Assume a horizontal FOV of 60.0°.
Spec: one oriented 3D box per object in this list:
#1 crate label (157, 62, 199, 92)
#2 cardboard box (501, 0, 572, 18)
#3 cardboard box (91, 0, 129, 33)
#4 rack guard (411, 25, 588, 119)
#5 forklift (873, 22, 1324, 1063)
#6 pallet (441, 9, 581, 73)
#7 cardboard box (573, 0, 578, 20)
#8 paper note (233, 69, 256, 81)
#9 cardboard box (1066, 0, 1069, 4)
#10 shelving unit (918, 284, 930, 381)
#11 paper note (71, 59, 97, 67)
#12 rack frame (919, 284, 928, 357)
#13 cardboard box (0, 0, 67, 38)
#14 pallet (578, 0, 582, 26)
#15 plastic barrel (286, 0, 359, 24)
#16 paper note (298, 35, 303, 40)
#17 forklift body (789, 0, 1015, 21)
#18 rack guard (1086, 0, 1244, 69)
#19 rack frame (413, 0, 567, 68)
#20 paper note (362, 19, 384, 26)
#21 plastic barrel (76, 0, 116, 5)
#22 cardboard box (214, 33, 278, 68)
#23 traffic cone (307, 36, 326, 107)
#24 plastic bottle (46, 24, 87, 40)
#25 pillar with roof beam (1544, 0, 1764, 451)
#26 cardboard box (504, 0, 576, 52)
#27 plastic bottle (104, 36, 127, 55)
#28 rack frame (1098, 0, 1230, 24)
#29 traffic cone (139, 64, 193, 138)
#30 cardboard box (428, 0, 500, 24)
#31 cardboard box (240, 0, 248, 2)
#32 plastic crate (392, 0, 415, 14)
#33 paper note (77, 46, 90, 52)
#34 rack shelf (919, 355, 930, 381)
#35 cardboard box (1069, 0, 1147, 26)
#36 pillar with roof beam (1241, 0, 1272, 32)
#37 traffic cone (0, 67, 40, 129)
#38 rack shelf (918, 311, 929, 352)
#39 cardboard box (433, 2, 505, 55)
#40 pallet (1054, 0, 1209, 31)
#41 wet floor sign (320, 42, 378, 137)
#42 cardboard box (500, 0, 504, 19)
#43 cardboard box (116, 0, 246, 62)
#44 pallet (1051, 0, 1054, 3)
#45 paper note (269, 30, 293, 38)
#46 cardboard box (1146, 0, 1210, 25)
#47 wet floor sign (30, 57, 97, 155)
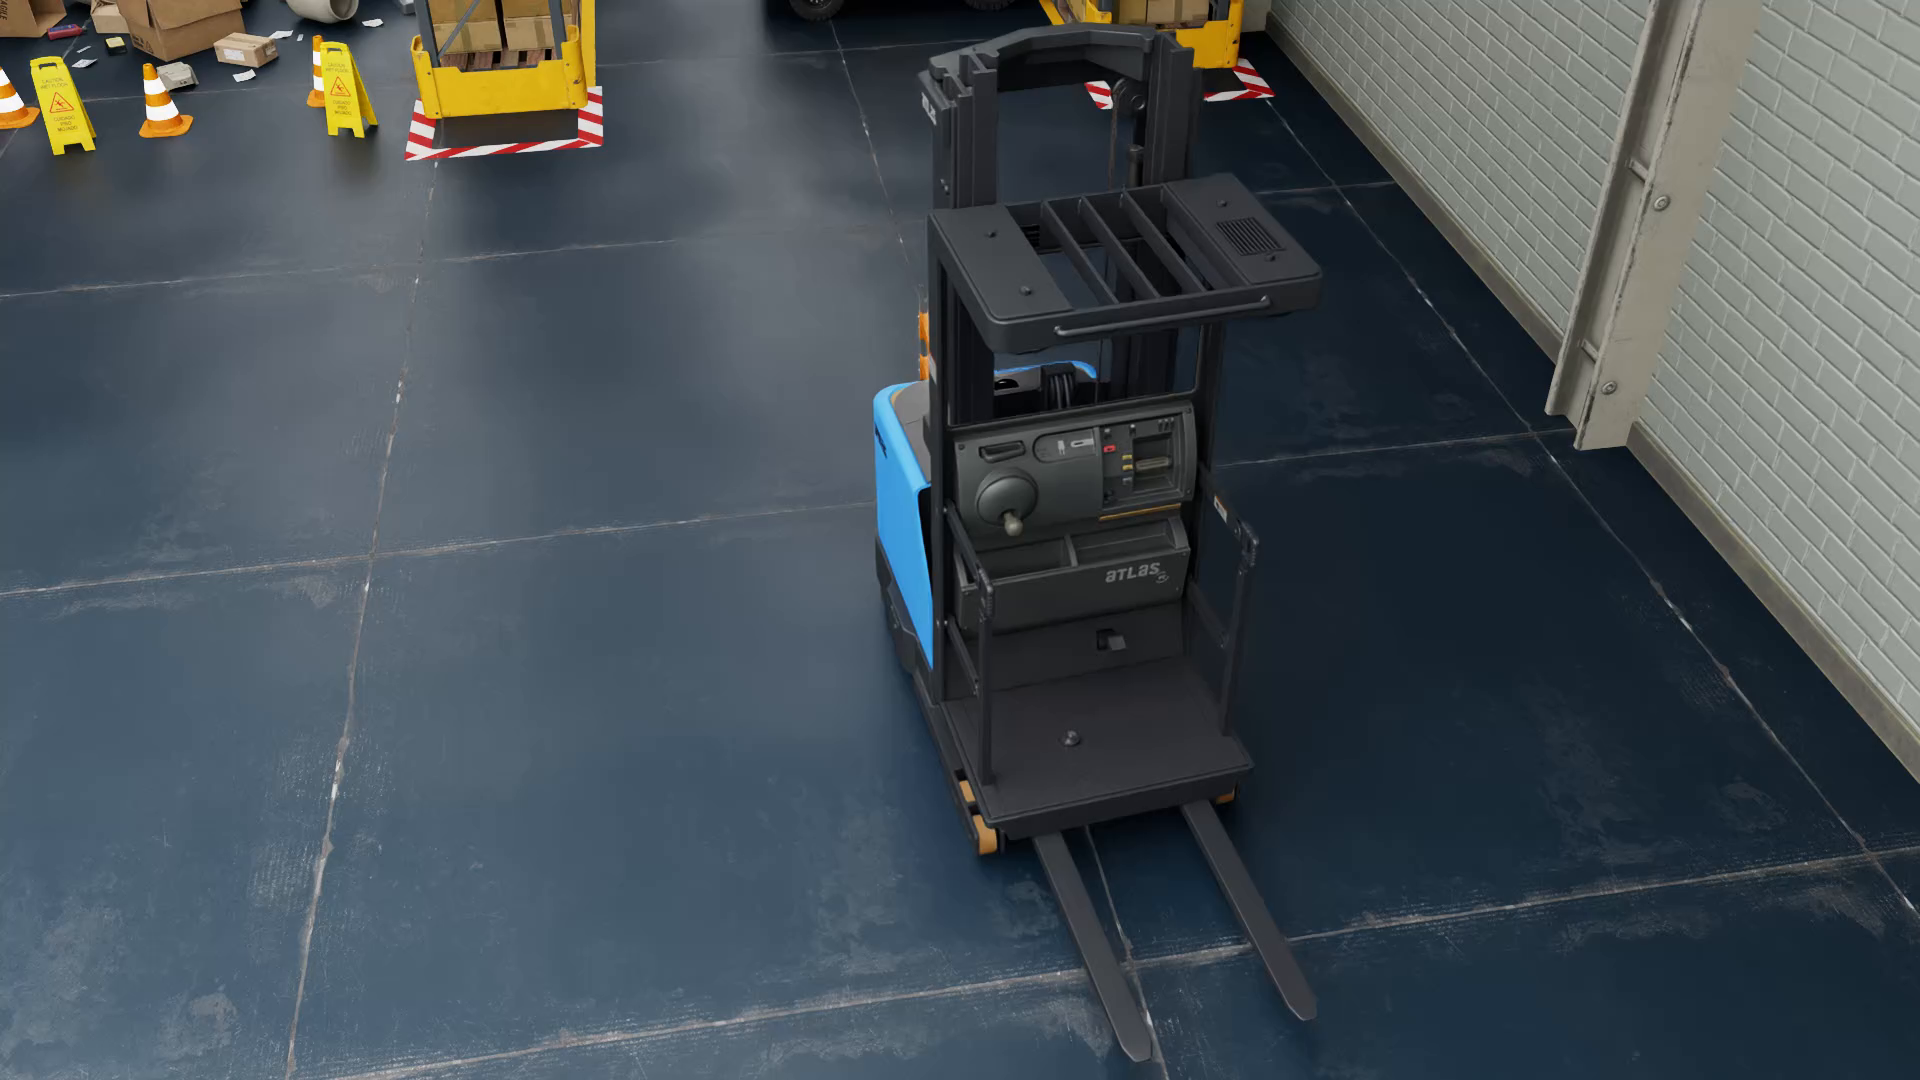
[{"bbox_3d":[-5.912,-3.496,12.539,0.250,0.136,0.298,-27,45,-31],"label":"crate label"},{"bbox_3d":[-3.208,-4.270,12.488,0.500,0.500,0.500,-7,38,-9],"label":"cardboard box"},{"bbox_3d":[-6.777,-4.265,13.423,0.396,0.266,0.258,0,38,0],"label":"cardboard box"},{"bbox_3d":[-3.348,-3.421,12.146,1.175,0.500,0.348,-6,38,-8],"label":"rack guard"},{"bbox_3d":[0.496,-0.188,6.003,1.130,2.935,3.031,-10,39,-12],"label":"forklift"},{"bbox_3d":[-3.455,-3.801,12.871,1.003,0.211,1.213,-6,38,-8],"label":"pallet"},{"bbox_3d":[-3.286,-4.268,13.098,0.500,0.250,0.500,-5,38,-6],"label":"cardboard box"},{"bbox_3d":[-5.460,-3.547,12.690,0.148,0.019,0.142,-20,42,-23],"label":"paper note"},{"bbox_3d":[1.080,-4.530,13.434,0.500,0.250,0.500,-6,38,-8],"label":"cardboard box"},{"bbox_3d":[-0.029,-0.574,7.911,0.258,1.200,0.503,-6,38,-8],"label":"shelving unit"},{"bbox_3d":[-6.786,-3.700,12.889,0.144,0.017,0.142,6,38,8],"label":"paper note"},{"bbox_3d":[-0.072,-0.721,8.100,0.240,1.200,0.015,-6,38,-8],"label":"rack frame"},{"bbox_3d":[-7.609,-4.371,13.367,0.500,0.500,0.500,0,38,0],"label":"cardboard box"},{"bbox_3d":[-3.666,-4.537,13.818,1.003,0.211,1.213,-6,38,-8],"label":"pallet"},{"bbox_3d":[-5.187,-4.430,13.507,0.512,0.421,0.421,19,42,23],"label":"plastic barrel"},{"bbox_3d":[-5.286,-4.028,13.326,0.032,0.001,0.123,-6,38,-8],"label":"paper note"},{"bbox_3d":[-0.577,-5.512,13.492,2.313,2.155,1.214,-6,38,-8],"label":"forklift body"},{"bbox_3d":[1.556,-3.897,12.758,1.175,0.500,0.348,-6,38,-8],"label":"rack guard"},{"bbox_3d":[-3.334,-4.362,11.320,1.000,3.000,0.127,-6,38,-8],"label":"rack frame"},{"bbox_3d":[-4.787,-4.222,13.559,0.142,0.019,0.148,-20,42,-23],"label":"paper note"},{"bbox_3d":[-7.182,-4.647,13.787,0.512,0.421,0.421,19,42,23],"label":"plastic barrel"},{"bbox_3d":[-5.553,-3.810,12.933,0.380,0.149,0.250,13,40,16],"label":"cardboard box"},{"bbox_3d":[-4.680,-3.481,12.254,0.336,0.463,0.334,-6,38,-8],"label":"traffic cone"},{"bbox_3d":[-7.175,-4.090,13.365,0.283,0.061,0.133,-20,42,-23],"label":"plastic bottle"},{"bbox_3d":[-0.869,-3.698,5.575,9.100,9.000,0.400,-6,38,-8],"label":"pillar with roof beam"},{"bbox_3d":[-3.204,-3.959,12.700,0.500,0.250,0.500,-7,38,-8],"label":"cardboard box"},{"bbox_3d":[-6.679,-3.916,13.141,0.133,0.061,0.283,-20,42,-23],"label":"plastic bottle"},{"bbox_3d":[1.552,-4.898,12.010,1.000,3.000,0.127,-6,38,-8],"label":"rack frame"},{"bbox_3d":[-5.713,-3.157,11.836,0.336,0.463,0.334,-6,38,-8],"label":"traffic cone"},{"bbox_3d":[-3.732,-4.194,12.391,0.500,0.500,0.500,-6,38,-8],"label":"cardboard box"},{"bbox_3d":[-6.307,-4.783,13.785,0.797,0.637,0.503,-6,38,-8],"label":"cardboard box"},{"bbox_3d":[-4.568,-4.589,13.991,0.402,0.080,0.583,-20,42,-23],"label":"plastic crate"},{"bbox_3d":[-6.918,-3.874,13.129,0.032,0.001,0.123,13,40,16],"label":"paper note"},{"bbox_3d":[-0.029,-0.697,7.815,0.258,0.148,0.480,-6,38,-8],"label":"rack shelf"},{"bbox_3d":[1.158,-4.228,13.046,0.500,0.250,0.500,-6,38,-8],"label":"cardboard box"},{"bbox_3d":[-1.921,-7.322,10.240,9.100,9.000,0.400,-6,38,-8],"label":"pillar with roof beam"},{"bbox_3d":[-6.885,-3.241,11.944,0.336,0.463,0.334,-6,38,-8],"label":"traffic cone"},{"bbox_3d":[-0.029,-0.884,7.669,0.258,0.148,0.480,-6,38,-8],"label":"rack shelf"},{"bbox_3d":[-3.745,-3.916,12.645,0.500,0.250,0.500,-6,38,-8],"label":"cardboard box"},{"bbox_3d":[1.376,-4.255,13.454,1.003,0.211,1.213,-6,38,-8],"label":"pallet"},{"bbox_3d":[-4.355,-3.203,11.746,0.267,0.644,0.232,6,38,8],"label":"wet floor sign"},{"bbox_3d":[-3.824,-4.215,13.030,0.500,0.250,0.500,-6,38,-8],"label":"cardboard box"},{"bbox_3d":[-6.135,-4.165,13.101,0.637,0.503,0.797,27,45,30],"label":"cardboard box"},{"bbox_3d":[1.166,-4.990,14.401,1.003,0.211,1.213,-6,38,-8],"label":"pallet"},{"bbox_3d":[-5.461,-4.071,13.375,0.148,0.019,0.142,6,38,8],"label":"paper note"},{"bbox_3d":[1.658,-4.296,13.134,0.500,0.250,0.500,-6,38,-8],"label":"cardboard box"},{"bbox_3d":[-6.236,-3.035,11.530,0.267,0.644,0.232,-13,40,-16],"label":"wet floor sign"}]
